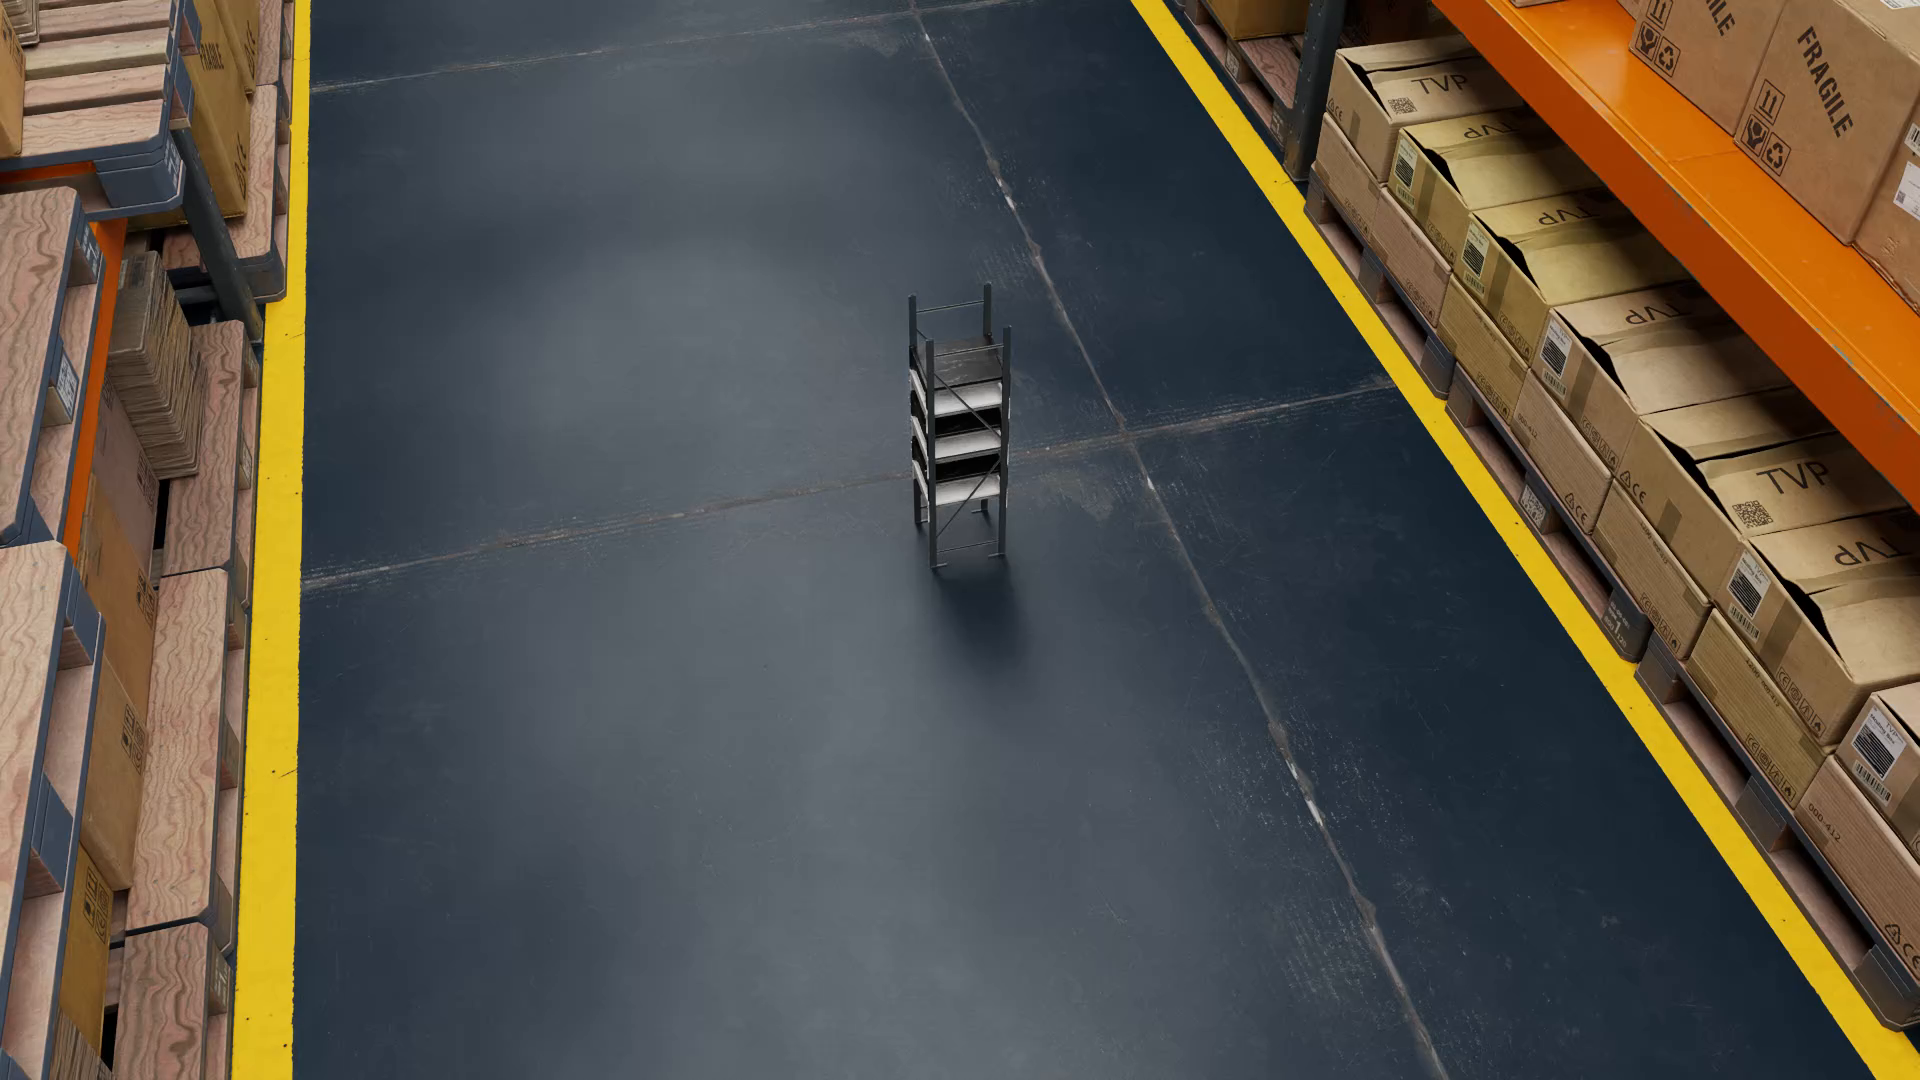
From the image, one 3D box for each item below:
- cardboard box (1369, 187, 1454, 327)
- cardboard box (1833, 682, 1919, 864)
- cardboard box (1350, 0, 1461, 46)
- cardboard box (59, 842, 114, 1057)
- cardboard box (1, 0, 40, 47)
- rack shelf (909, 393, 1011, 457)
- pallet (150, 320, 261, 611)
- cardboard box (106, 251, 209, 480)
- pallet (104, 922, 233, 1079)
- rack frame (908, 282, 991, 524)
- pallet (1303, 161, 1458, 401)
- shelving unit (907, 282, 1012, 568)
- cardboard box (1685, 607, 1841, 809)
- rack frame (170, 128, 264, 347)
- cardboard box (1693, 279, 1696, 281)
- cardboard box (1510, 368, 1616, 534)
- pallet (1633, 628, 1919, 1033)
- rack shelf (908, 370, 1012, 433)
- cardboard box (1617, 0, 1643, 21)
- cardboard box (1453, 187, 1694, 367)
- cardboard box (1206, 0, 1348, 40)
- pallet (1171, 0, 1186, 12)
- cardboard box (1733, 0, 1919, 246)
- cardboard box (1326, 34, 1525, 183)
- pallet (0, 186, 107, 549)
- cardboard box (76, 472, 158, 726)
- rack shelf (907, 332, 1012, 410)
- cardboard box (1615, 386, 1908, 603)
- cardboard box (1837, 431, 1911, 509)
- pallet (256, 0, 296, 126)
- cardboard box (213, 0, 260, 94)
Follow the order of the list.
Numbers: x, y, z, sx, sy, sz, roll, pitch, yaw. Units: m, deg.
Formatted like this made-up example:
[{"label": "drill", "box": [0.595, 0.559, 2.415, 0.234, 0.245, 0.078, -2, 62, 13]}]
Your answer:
[{"label": "cardboard box", "box": [1.782, -1.027, 5.787, 0.500, 0.250, 0.500, -12, 47, -11]}, {"label": "cardboard box", "box": [2.445, 0.549, 3.850, 0.500, 0.311, 0.500, -11, 47, -10]}, {"label": "cardboard box", "box": [1.962, -2.250, 6.797, 0.500, 0.500, 0.500, -9, 46, -9]}, {"label": "cardboard box", "box": [-2.347, 0.934, 3.677, 0.700, 0.500, 0.500, -12, 47, -11]}, {"label": "cardboard box", "box": [-2.856, -1.563, 4.303, 0.700, 0.500, 0.500, -16, 48, -15]}, {"label": "rack shelf", "box": [-0.002, -0.360, 4.894, 0.258, 0.077, 0.200, -11, 47, -10]}, {"label": "pallet", "box": [-2.787, -0.181, 5.279, 1.003, 0.211, 1.213, -11, 47, -10]}, {"label": "cardboard box", "box": [-2.751, -0.488, 5.070, 0.700, 0.500, 0.500, -10, 46, -10]}, {"label": "pallet", "box": [-2.162, 1.504, 3.628, 1.003, 0.211, 1.213, -11, 47, -10]}, {"label": "rack frame", "box": [-0.028, -0.391, 5.003, 0.240, 0.900, 0.006, -11, 47, -10]}, {"label": "pallet", "box": [1.975, -1.053, 6.134, 1.003, 0.211, 1.213, -11, 47, -10]}, {"label": "shelving unit", "box": [-0.002, -0.321, 4.934, 0.258, 0.900, 0.210, -11, 47, -10]}, {"label": "cardboard box", "box": [2.312, 0.390, 4.399, 0.500, 0.250, 0.500, -11, 47, -11]}, {"label": "rack frame", "box": [-2.986, -1.696, 4.812, 1.000, 3.000, 0.127, -11, 47, -10]}, {"label": "cardboard box", "box": [2.440, -0.962, 5.331, 0.500, 0.311, 0.500, -11, 47, -11]}, {"label": "cardboard box", "box": [2.052, -0.315, 5.090, 0.500, 0.250, 0.500, -10, 46, -10]}, {"label": "pallet", "box": [2.600, 0.631, 4.483, 1.003, 0.211, 1.213, -11, 47, -10]}, {"label": "rack shelf", "box": [-0.002, -0.423, 4.829, 0.258, 0.077, 0.200, -11, 47, -10]}, {"label": "cardboard box", "box": [2.183, -1.647, 4.939, 0.380, 0.149, 0.250, -8, 46, -7]}, {"label": "cardboard box", "box": [1.923, -0.857, 5.228, 0.500, 0.311, 0.500, -12, 47, -11]}, {"label": "cardboard box", "box": [1.336, -2.487, 7.029, 0.500, 0.500, 0.500, -9, 46, -9]}, {"label": "pallet", "box": [1.339, -2.992, 8.034, 1.003, 0.211, 1.213, -11, 47, -10]}, {"label": "cardboard box", "box": [2.382, -1.121, 4.178, 0.500, 0.500, 0.500, -11, 47, -10]}, {"label": "cardboard box", "box": [1.652, -1.570, 5.927, 0.500, 0.311, 0.500, -9, 46, -9]}, {"label": "pallet", "box": [-2.439, -0.270, 3.549, 1.003, 0.211, 1.213, -11, 47, -10]}, {"label": "cardboard box", "box": [-2.577, 0.227, 4.370, 0.700, 0.500, 0.500, -11, 47, -11]}, {"label": "rack shelf", "box": [-0.002, -0.486, 4.765, 0.258, 0.077, 0.200, -11, 47, -10]}, {"label": "cardboard box", "box": [2.181, -0.154, 4.539, 0.500, 0.311, 0.500, -11, 47, -10]}, {"label": "cardboard box", "box": [2.704, -0.258, 4.642, 0.500, 0.311, 0.500, -12, 47, -12]}, {"label": "pallet", "box": [-3.423, -2.119, 7.179, 1.003, 0.211, 1.213, -11, 47, -10]}, {"label": "cardboard box", "box": [-3.265, -2.229, 6.545, 0.750, 0.750, 0.750, -11, 47, -11]}]
